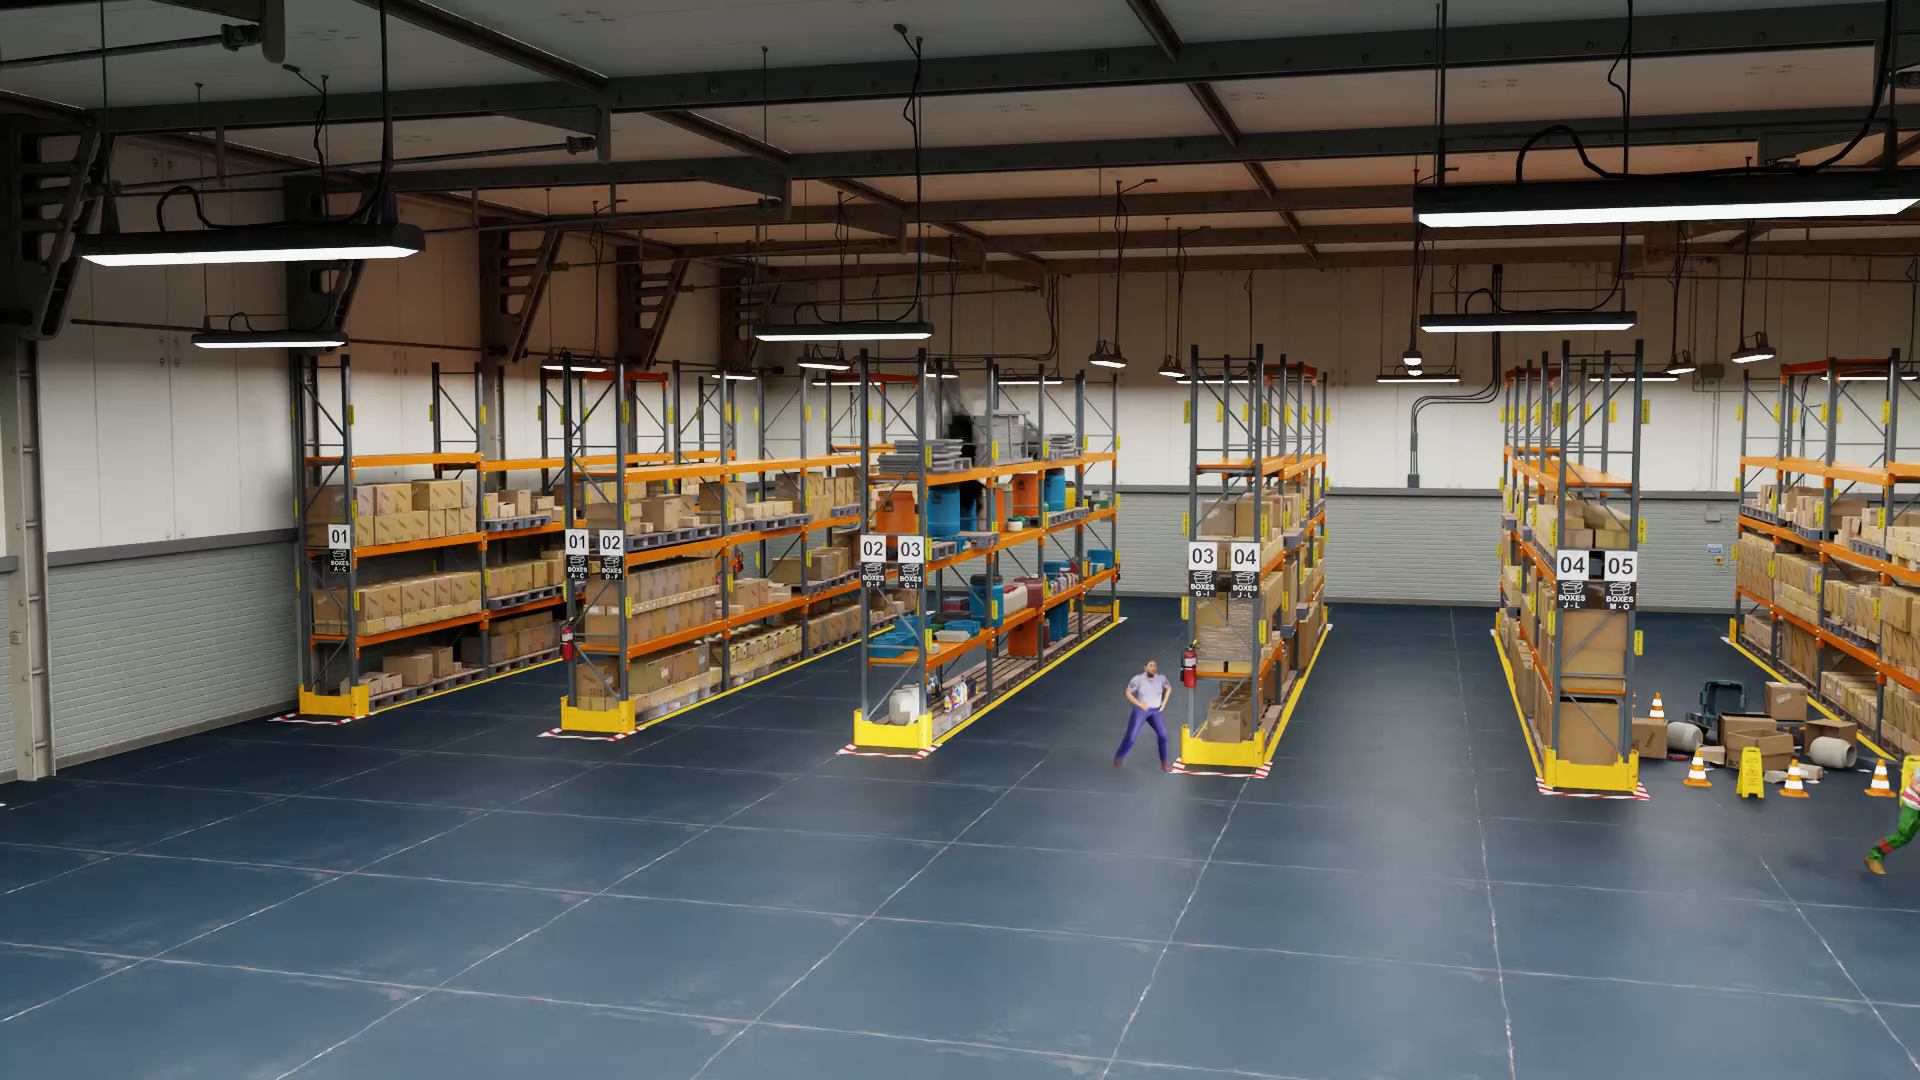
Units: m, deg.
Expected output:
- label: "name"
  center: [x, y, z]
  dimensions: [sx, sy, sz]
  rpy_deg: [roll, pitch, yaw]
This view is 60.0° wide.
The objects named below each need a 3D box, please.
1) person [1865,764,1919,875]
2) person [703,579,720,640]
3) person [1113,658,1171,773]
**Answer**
- label: "person"
  center: [10.128, 2.859, 17.588]
  dimensions: [0.704, 1.731, 1.056]
  rpy_deg: [-3, 5, -30]
- label: "person"
  center: [-5.650, 1.435, 36.431]
  dimensions: [0.647, 1.645, 0.817]
  rpy_deg: [1, 4, 13]
- label: "person"
  center: [2.609, 2.463, 23.453]
  dimensions: [0.816, 1.621, 0.699]
  rpy_deg: [-1, 4, -13]
